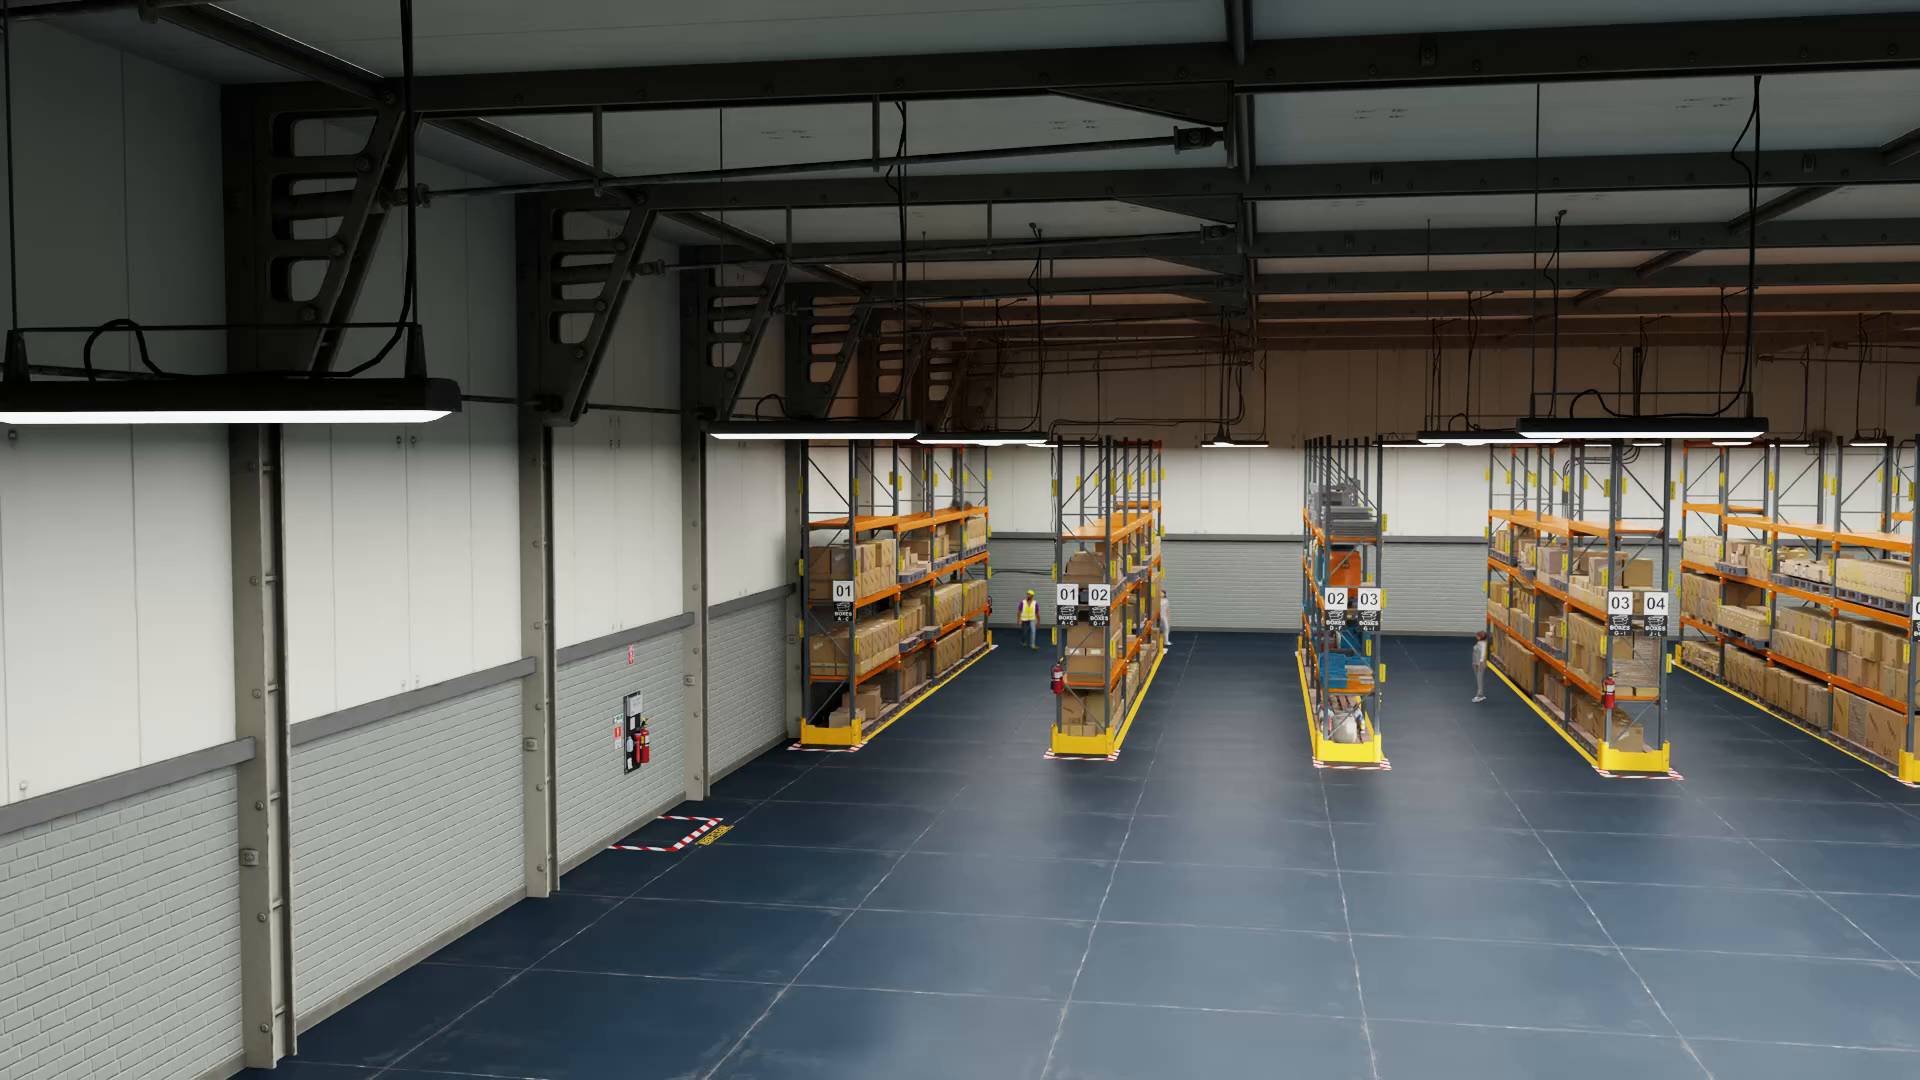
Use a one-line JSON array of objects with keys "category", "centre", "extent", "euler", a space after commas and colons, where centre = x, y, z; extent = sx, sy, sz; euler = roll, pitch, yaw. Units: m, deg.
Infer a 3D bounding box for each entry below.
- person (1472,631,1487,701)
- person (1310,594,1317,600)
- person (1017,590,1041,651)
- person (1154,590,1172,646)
[{"category": "person", "centre": [11.882, 2.894, 38.050], "extent": [0.484, 1.585, 0.431], "euler": [-1, 3, -16]}, {"category": "person", "centre": [10.646, 2.241, 49.732], "extent": [0.487, 1.610, 0.356], "euler": [1, 3, 12]}, {"category": "person", "centre": [1.976, 2.306, 47.672], "extent": [0.704, 1.716, 1.020], "euler": [0, 3, -8]}, {"category": "person", "centre": [5.898, 2.271, 48.881], "extent": [0.553, 1.629, 0.967], "euler": [-1, 3, -20]}]
